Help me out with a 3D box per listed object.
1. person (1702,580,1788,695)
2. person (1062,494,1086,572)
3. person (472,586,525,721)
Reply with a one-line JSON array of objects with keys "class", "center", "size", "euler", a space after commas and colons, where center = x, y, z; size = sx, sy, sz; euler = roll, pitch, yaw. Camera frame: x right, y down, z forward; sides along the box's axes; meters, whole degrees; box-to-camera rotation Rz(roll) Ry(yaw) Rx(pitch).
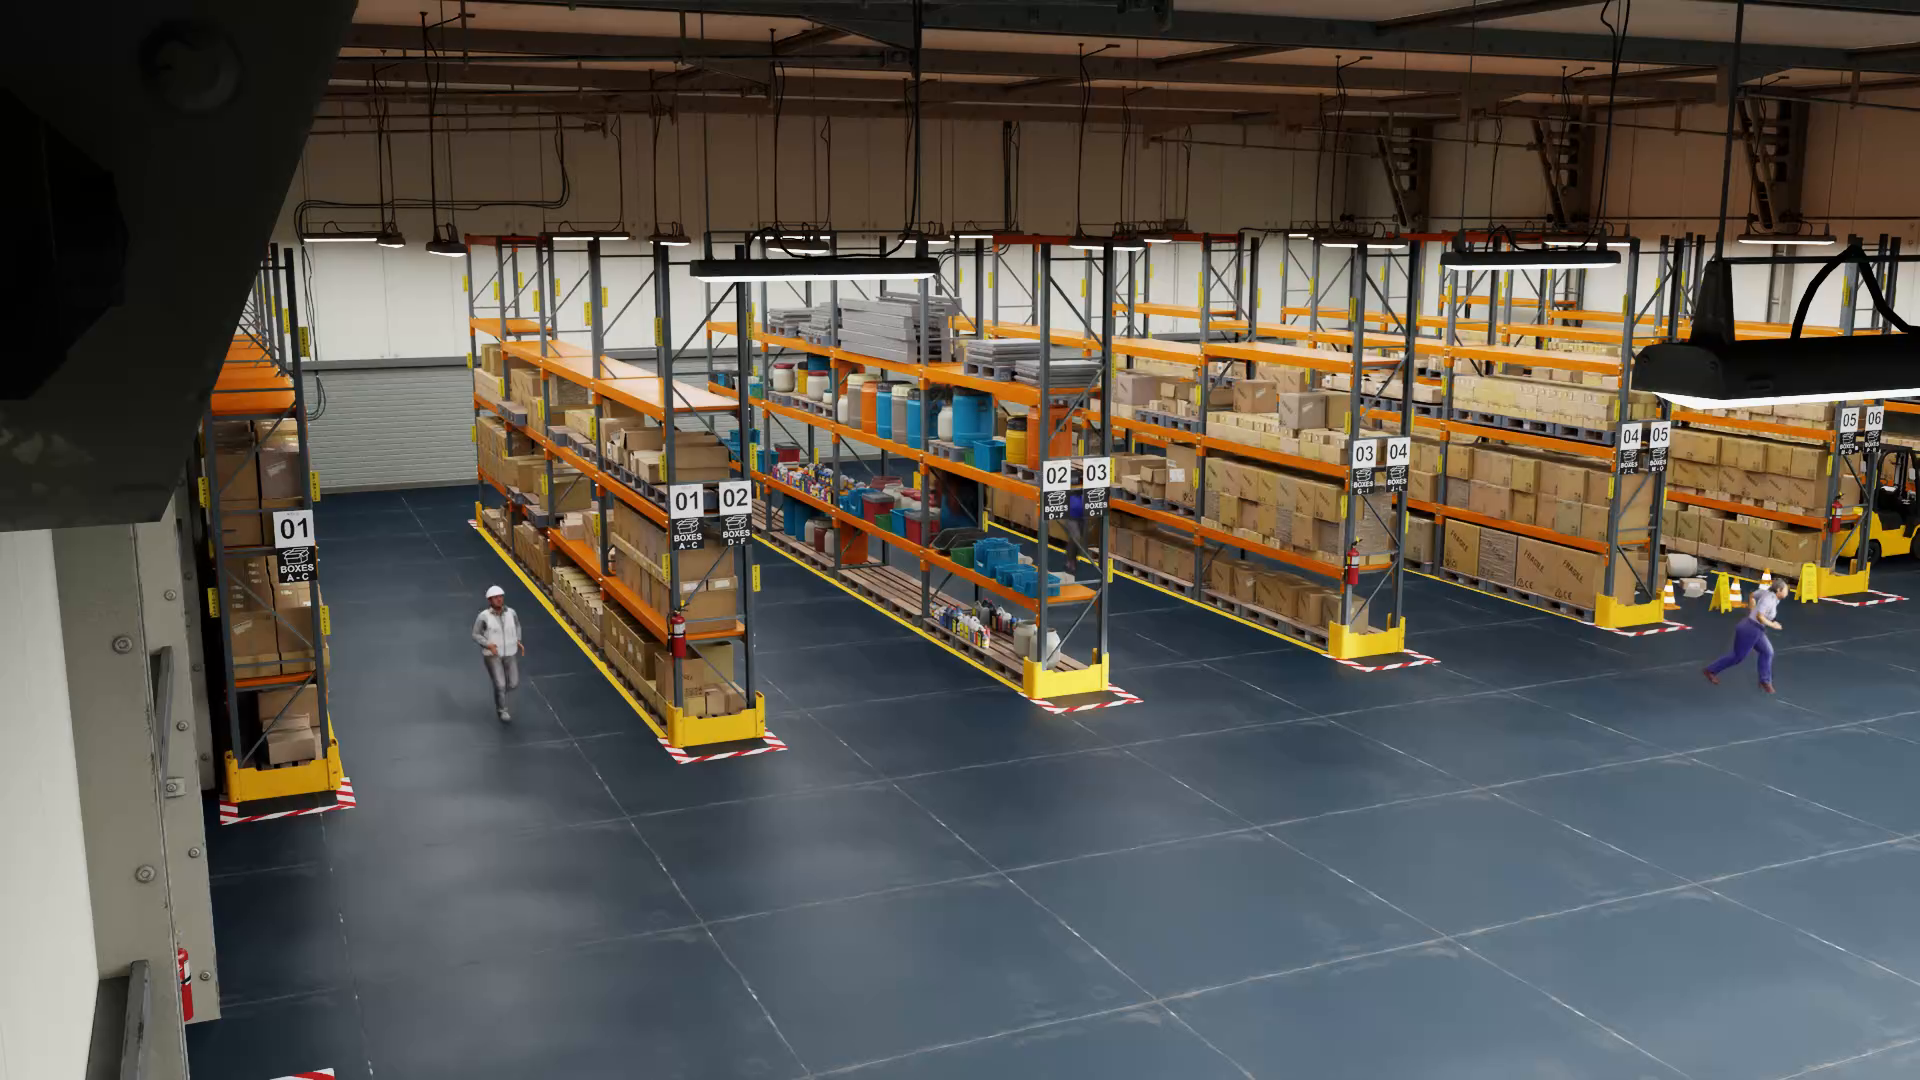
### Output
[{"class": "person", "center": [10.614, 1.293, 22.506], "size": [0.963, 1.612, 0.648], "euler": [4, 12, 22]}, {"class": "person", "center": [2.006, -0.250, 28.711], "size": [0.564, 1.625, 0.825], "euler": [-5, 12, -24]}, {"class": "person", "center": [-5.880, 1.437, 21.235], "size": [0.661, 1.731, 0.585], "euler": [-8, 13, -34]}]
